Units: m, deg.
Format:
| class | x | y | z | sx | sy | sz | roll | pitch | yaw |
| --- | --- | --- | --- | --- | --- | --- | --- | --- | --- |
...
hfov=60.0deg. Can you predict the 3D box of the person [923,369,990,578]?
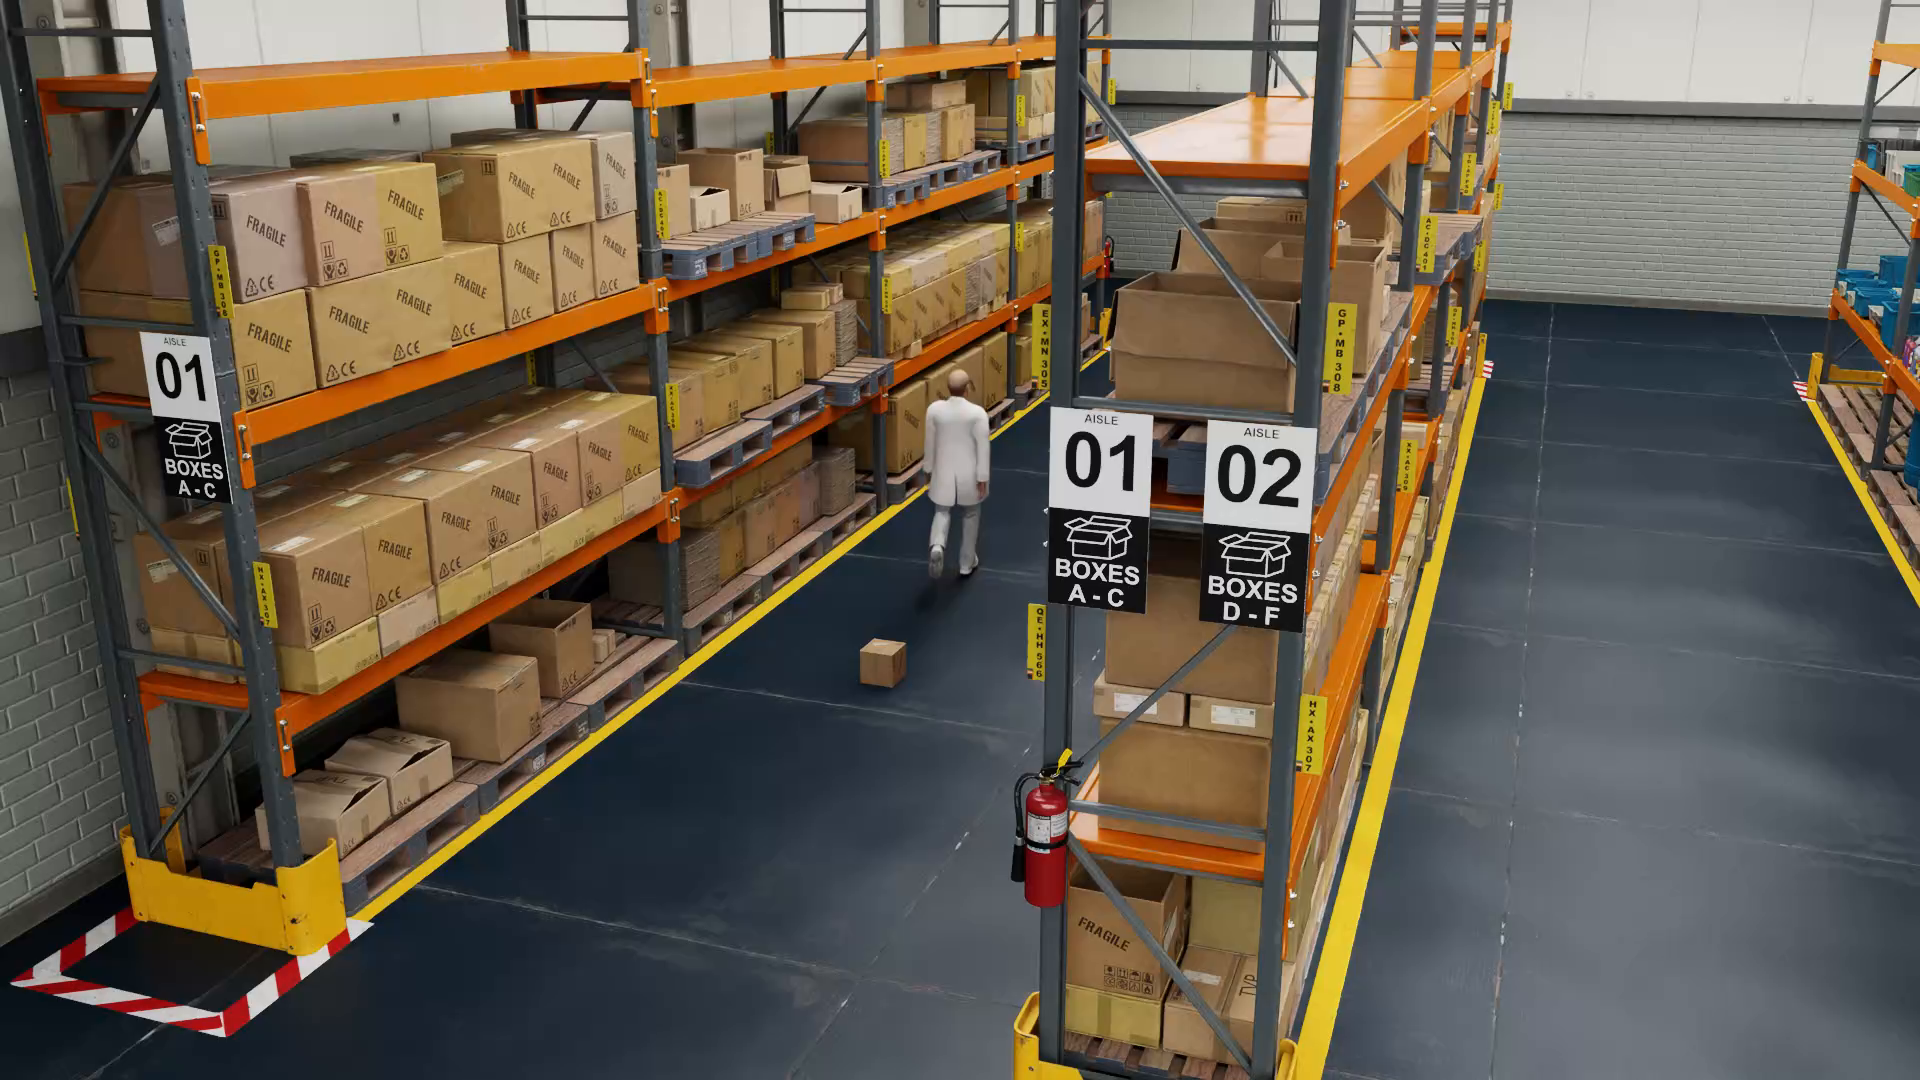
| class | x | y | z | sx | sy | sz | roll | pitch | yaw |
| --- | --- | --- | --- | --- | --- | --- | --- | --- | --- |
| person | -0.033 | -0.534 | 13.618 | 0.588 | 1.754 | 0.805 | 4 | 19 | 11 |
